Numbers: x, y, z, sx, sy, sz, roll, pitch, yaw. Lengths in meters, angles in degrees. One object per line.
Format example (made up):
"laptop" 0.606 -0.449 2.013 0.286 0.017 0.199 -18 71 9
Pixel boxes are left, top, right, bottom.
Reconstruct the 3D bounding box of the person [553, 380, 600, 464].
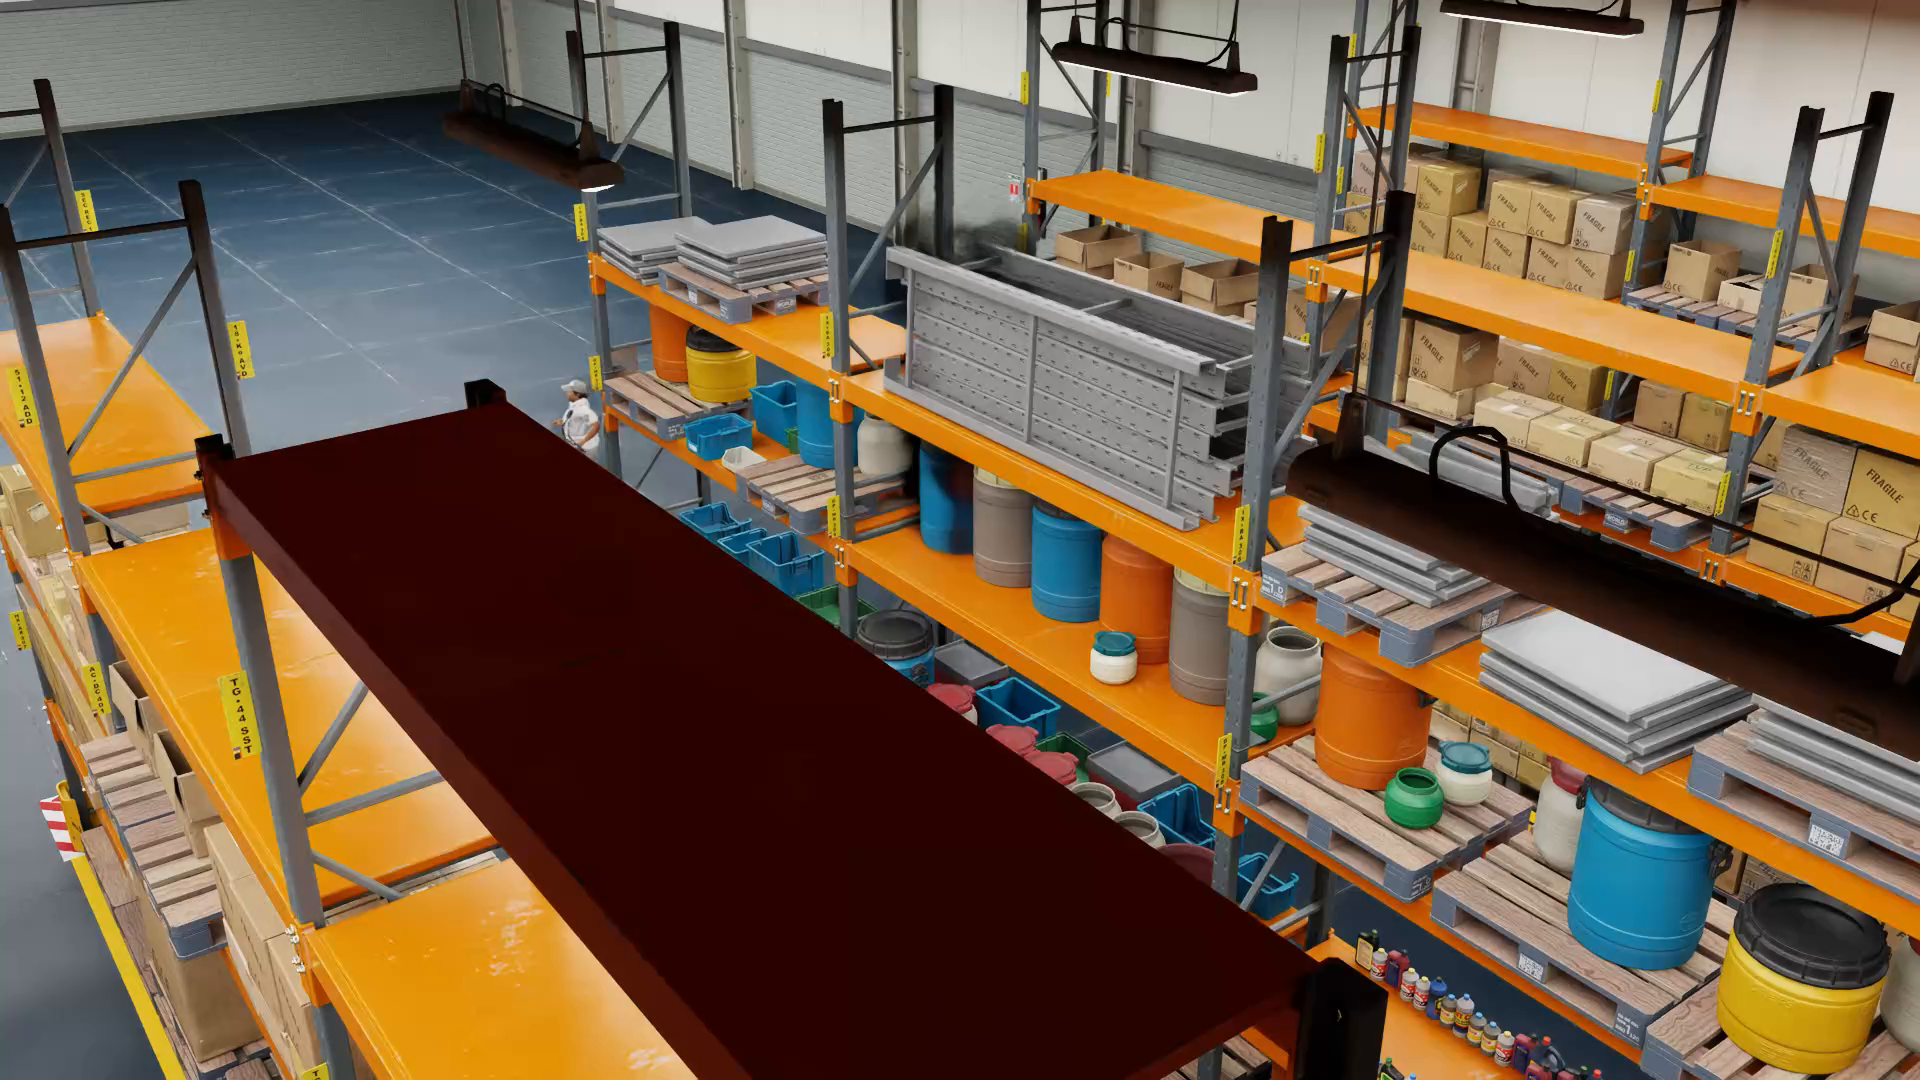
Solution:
"person" -4.362 -1.047 19.255 0.806 1.698 0.604 -3 25 -6
